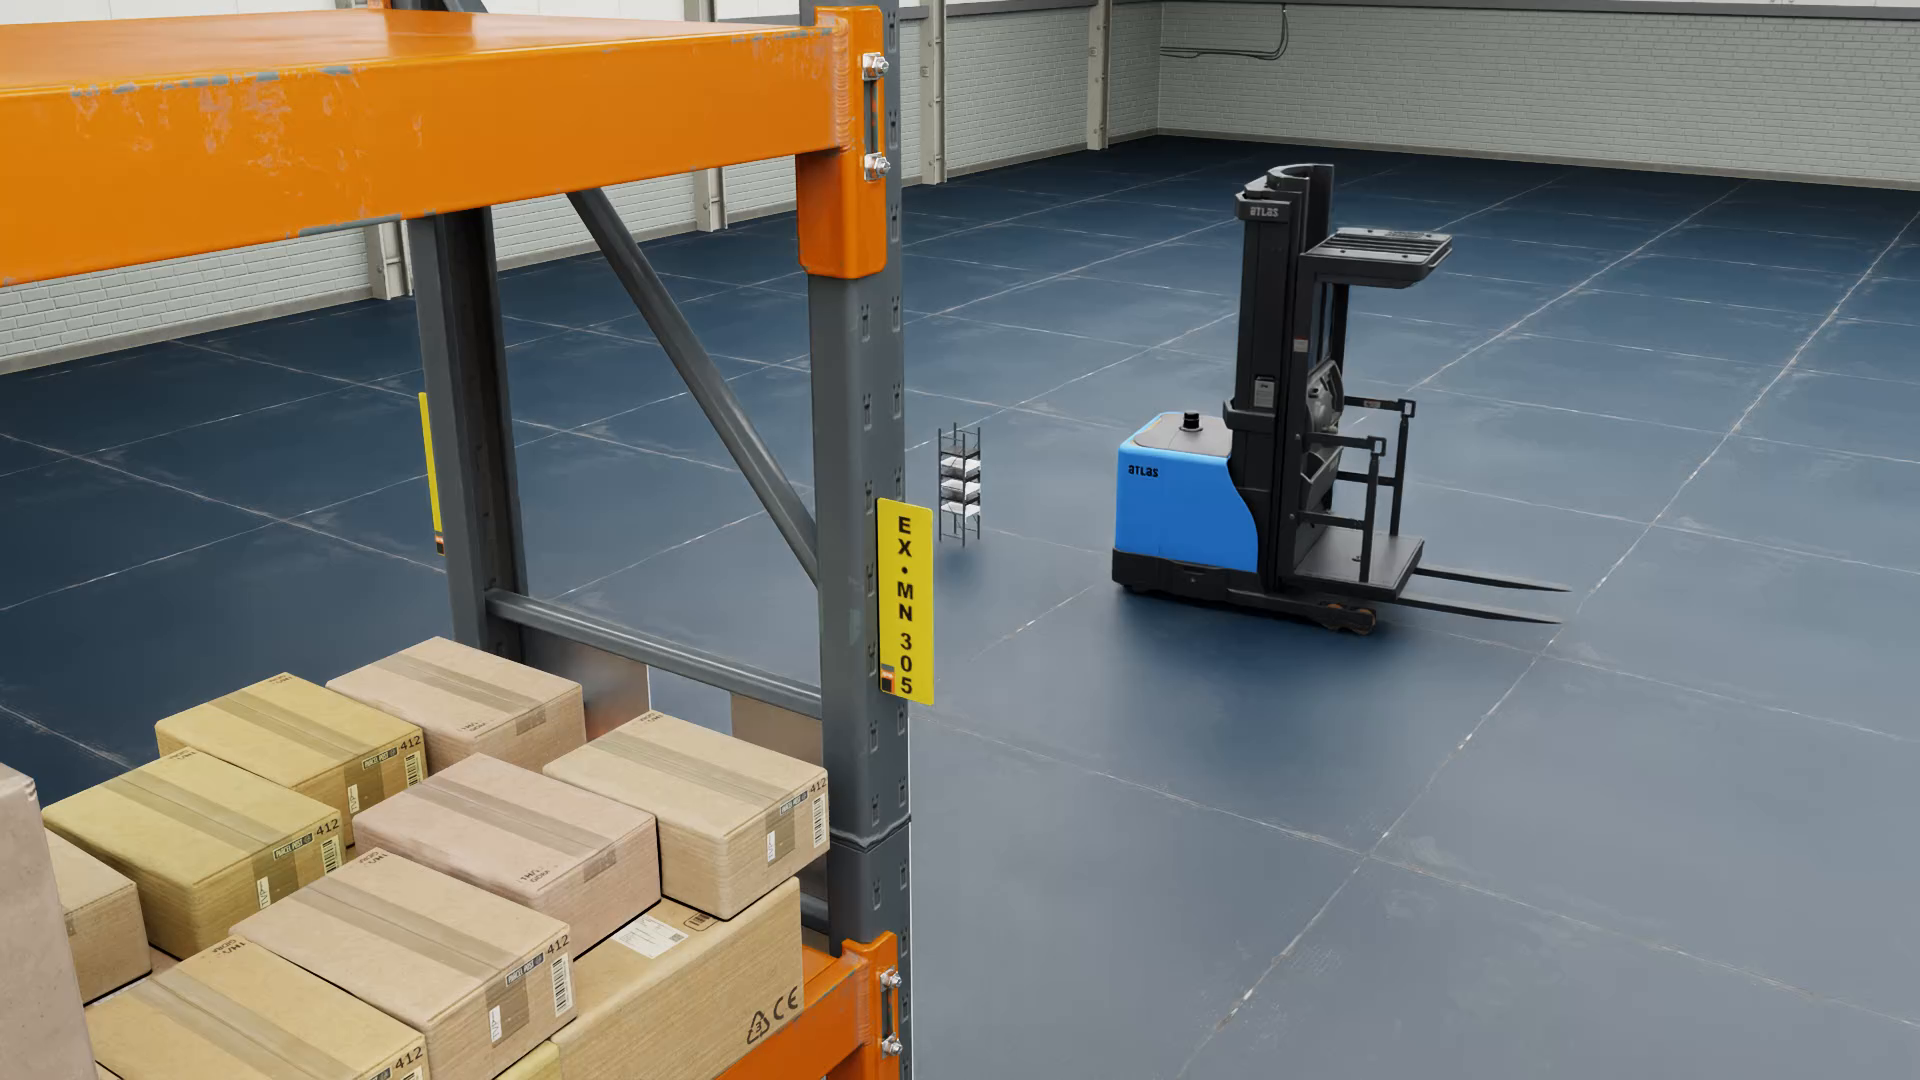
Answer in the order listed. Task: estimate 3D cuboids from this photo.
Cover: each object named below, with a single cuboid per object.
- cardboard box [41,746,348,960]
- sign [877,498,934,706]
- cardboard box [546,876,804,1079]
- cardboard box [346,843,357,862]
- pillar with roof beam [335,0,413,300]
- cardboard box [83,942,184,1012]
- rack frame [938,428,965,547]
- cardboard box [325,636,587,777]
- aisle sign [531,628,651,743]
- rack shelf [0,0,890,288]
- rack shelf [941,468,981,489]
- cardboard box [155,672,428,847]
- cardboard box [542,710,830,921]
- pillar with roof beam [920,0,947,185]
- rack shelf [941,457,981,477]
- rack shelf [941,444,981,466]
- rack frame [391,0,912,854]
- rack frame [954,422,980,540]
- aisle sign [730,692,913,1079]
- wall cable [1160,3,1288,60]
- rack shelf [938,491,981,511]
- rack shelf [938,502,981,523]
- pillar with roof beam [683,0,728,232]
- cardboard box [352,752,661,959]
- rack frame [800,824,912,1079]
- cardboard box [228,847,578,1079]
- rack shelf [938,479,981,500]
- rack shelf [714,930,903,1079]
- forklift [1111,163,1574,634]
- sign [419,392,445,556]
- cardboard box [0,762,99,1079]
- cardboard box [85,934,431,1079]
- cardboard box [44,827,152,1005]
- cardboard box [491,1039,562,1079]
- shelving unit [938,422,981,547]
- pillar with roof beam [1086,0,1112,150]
[{"bbox_3d":[-1.143,0.468,2.494,0.380,0.149,0.250,13,24,31],"label":"cardboard box"},{"bbox_3d":[-0.084,0.097,2.578,0.100,0.325,0.005,13,24,32],"label":"sign"},{"bbox_3d":[-0.592,0.657,2.558,0.500,0.250,0.500,14,24,33],"label":"cardboard box"},{"bbox_3d":[-1.016,0.557,2.828,0.500,0.250,0.500,14,25,33],"label":"cardboard box"},{"bbox_3d":[-3.665,-6.487,17.332,9.100,9.000,0.400,13,24,32],"label":"pillar with roof beam"},{"bbox_3d":[-1.301,0.706,2.425,0.500,0.250,0.500,13,24,31],"label":"cardboard box"},{"bbox_3d":[-0.062,-0.391,12.524,0.240,0.900,0.006,13,24,32],"label":"rack frame"},{"bbox_3d":[-0.878,0.316,2.905,0.380,0.149,0.250,13,24,31],"label":"cardboard box"},{"bbox_3d":[-0.745,0.510,3.315,0.394,0.787,0.004,13,24,32],"label":"aisle sign"},{"bbox_3d":[-1.656,-0.095,1.093,1.077,0.370,4.000,13,24,32],"label":"rack shelf"},{"bbox_3d":[-0.005,-0.473,12.583,0.258,0.077,0.200,13,24,32],"label":"rack shelf"},{"bbox_3d":[-1.103,0.372,2.755,0.380,0.149,0.250,14,24,33],"label":"cardboard box"},{"bbox_3d":[-0.430,0.423,2.616,0.380,0.149,0.250,13,24,32],"label":"cardboard box"},{"bbox_3d":[3.080,-9.930,26.640,9.100,9.000,0.400,13,24,32],"label":"pillar with roof beam"},{"bbox_3d":[-0.005,-0.557,12.552,0.258,0.077,0.200,13,24,32],"label":"rack shelf"},{"bbox_3d":[-0.005,-0.642,12.520,0.258,0.077,0.200,13,24,32],"label":"rack shelf"},{"bbox_3d":[-0.532,-1.008,2.519,1.000,3.000,0.127,13,24,32],"label":"rack frame"},{"bbox_3d":[0.053,-0.449,12.681,0.240,0.900,0.006,13,24,32],"label":"rack frame"},{"bbox_3d":[-0.249,0.627,2.999,0.394,0.787,0.004,13,24,32],"label":"aisle sign"},{"bbox_3d":[5.642,-11.622,35.690,3.097,2.526,0.112,13,24,32],"label":"wall cable"},{"bbox_3d":[-0.005,-0.304,12.645,0.258,0.077,0.200,13,24,32],"label":"rack shelf"},{"bbox_3d":[-0.005,-0.220,12.677,0.258,0.077,0.200,13,24,32],"label":"rack shelf"},{"bbox_3d":[-0.293,-8.209,21.986,9.100,9.000,0.400,13,24,32],"label":"pillar with roof beam"},{"bbox_3d":[-0.673,0.474,2.476,0.380,0.149,0.250,12,24,30],"label":"cardboard box"},{"bbox_3d":[-0.532,1.806,3.560,1.000,3.000,0.127,13,24,32],"label":"rack frame"},{"bbox_3d":[-0.736,0.574,2.206,0.380,0.149,0.250,12,23,30],"label":"cardboard box"},{"bbox_3d":[-0.005,-0.388,12.614,0.258,0.077,0.200,13,24,32],"label":"rack shelf"},{"bbox_3d":[-1.656,1.310,1.613,1.077,0.370,4.000,13,24,32],"label":"rack shelf"},{"bbox_3d":[2.636,-0.958,11.129,3.031,2.935,1.130,9,22,23],"label":"forklift"},{"bbox_3d":[-0.980,-0.117,3.174,0.100,0.325,0.005,13,24,32],"label":"sign"},{"bbox_3d":[-1.194,0.472,1.548,0.500,0.500,0.500,13,24,32],"label":"cardboard box"},{"bbox_3d":[-0.857,0.651,1.999,0.380,0.149,0.250,13,24,32],"label":"cardboard box"},{"bbox_3d":[-1.355,0.532,2.320,0.380,0.149,0.250,14,25,34],"label":"cardboard box"},{"bbox_3d":[-0.871,0.801,2.169,0.500,0.250,0.500,13,24,32],"label":"cardboard box"},{"bbox_3d":[-0.005,-0.420,12.603,0.258,0.900,0.210,13,24,32],"label":"shelving unit"},{"bbox_3d":[6.453,-11.652,31.294,9.100,9.000,0.400,13,24,32],"label":"pillar with roof beam"}]
